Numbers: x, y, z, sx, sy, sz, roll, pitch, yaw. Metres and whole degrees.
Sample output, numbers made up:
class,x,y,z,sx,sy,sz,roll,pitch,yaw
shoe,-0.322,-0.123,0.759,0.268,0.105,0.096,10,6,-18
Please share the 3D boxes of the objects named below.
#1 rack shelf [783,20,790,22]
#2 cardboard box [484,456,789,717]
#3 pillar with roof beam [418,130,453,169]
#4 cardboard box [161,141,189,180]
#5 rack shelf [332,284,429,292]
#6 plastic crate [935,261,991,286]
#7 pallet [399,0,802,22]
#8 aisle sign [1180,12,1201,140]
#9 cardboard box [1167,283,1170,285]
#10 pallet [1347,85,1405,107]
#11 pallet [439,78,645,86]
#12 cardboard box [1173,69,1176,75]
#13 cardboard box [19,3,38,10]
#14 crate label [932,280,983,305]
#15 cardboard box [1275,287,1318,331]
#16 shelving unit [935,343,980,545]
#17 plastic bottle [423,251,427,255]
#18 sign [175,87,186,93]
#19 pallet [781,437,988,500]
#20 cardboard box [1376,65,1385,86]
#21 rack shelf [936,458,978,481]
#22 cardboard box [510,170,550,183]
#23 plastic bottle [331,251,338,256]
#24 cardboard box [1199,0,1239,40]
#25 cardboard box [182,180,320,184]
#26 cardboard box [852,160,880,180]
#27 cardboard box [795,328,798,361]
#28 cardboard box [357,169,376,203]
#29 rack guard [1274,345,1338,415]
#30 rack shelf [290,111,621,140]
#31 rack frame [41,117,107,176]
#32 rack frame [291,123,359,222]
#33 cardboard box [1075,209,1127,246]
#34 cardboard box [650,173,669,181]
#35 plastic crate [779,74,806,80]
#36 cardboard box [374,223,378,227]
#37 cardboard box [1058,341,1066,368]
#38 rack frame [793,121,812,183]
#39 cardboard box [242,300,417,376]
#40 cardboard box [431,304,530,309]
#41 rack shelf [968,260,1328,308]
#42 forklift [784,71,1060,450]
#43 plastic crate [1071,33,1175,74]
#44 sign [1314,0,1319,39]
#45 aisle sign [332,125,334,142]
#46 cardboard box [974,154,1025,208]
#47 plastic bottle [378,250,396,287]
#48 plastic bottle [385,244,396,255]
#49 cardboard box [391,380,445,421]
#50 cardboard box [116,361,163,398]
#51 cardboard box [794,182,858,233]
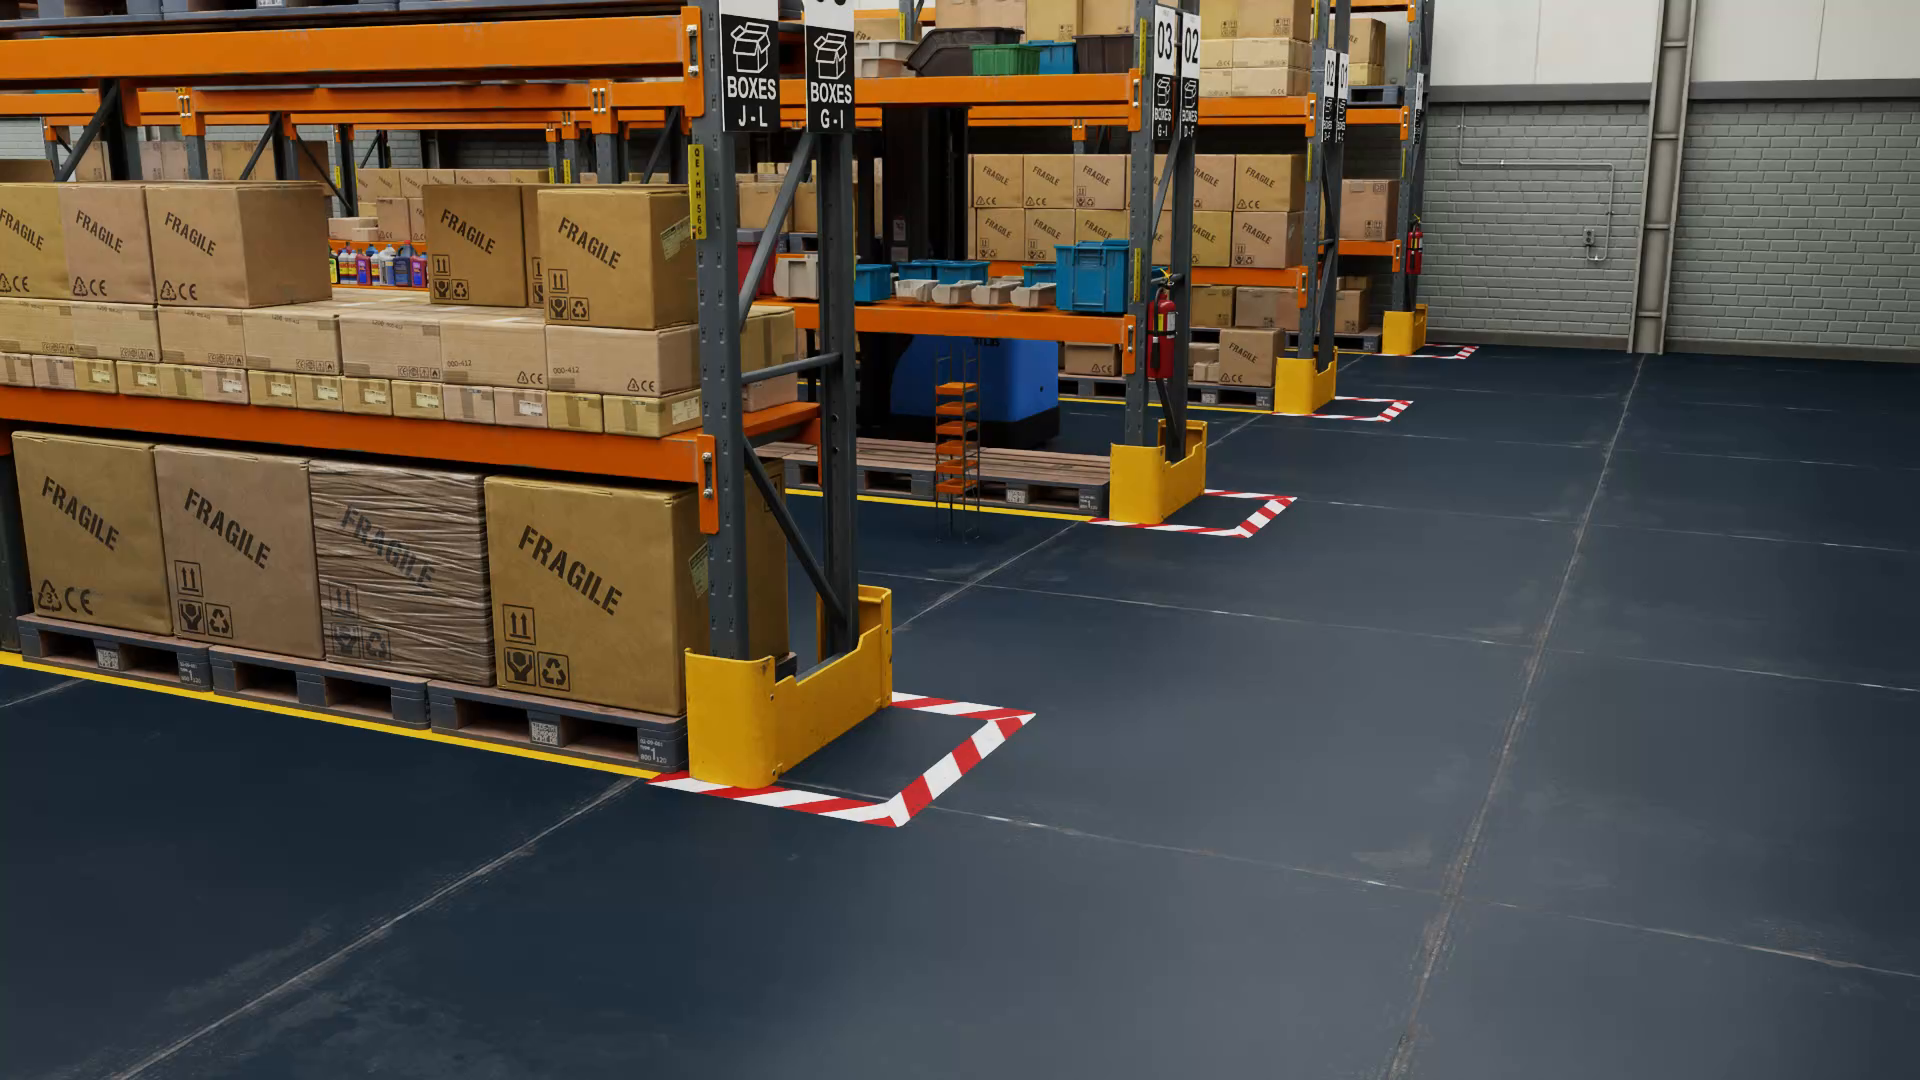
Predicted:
class,x,y,z,sx,sy,sz,roll,pitch,yaw
rack shelf,-3.814,-7.062,23.103,4.000,0.370,1.077,6,14,23
cardboard box,-1.307,0.130,6.866,0.875,0.875,0.875,6,14,23
pillar with roof beam,-10.053,-7.379,22.003,0.400,9.000,9.100,6,14,23
cardboard box,-9.430,-4.696,20.642,0.500,0.500,0.700,6,14,23
rack shelf,-4.170,-1.897,13.347,4.000,0.370,1.077,6,14,23
plastic crate,0.020,-1.853,11.821,0.300,0.233,0.416,6,14,23
pallet,-1.372,-2.141,6.441,1.213,0.211,1.003,6,14,23
aisle sign,1.502,-3.013,10.838,0.004,0.787,0.394,6,14,23
cardboard box,2.553,-3.274,20.774,0.250,0.149,0.380,6,15,25
pallet,4.647,-5.245,19.668,1.213,0.211,1.003,6,14,23
pallet,-3.097,-3.482,12.377,1.003,0.211,1.213,6,14,23
cardboard box,1.834,-4.198,15.341,0.500,0.250,0.500,6,14,23
cardboard box,-4.881,-2.793,7.885,0.500,0.500,0.700,6,15,25
crate label,-0.026,-1.681,11.298,0.243,0.136,0.396,6,14,23
cardboard box,4.191,-2.839,20.339,0.500,0.500,0.700,6,14,23
shelving unit,-0.013,-0.585,10.123,0.189,1.200,0.258,6,14,23
plastic bottle,-4.410,-2.321,13.836,0.133,0.283,0.061,6,14,23
sign,-6.214,-3.726,13.230,0.005,0.325,0.100,6,14,23
pallet,-0.533,-0.532,12.060,1.213,0.211,1.003,6,14,23
cardboard box,4.761,-5.520,19.839,0.500,0.250,0.500,7,15,26
rack shelf,-0.013,-0.425,10.161,0.180,0.103,0.258,6,14,23
cardboard box,-6.200,-5.152,24.290,0.500,0.500,0.500,6,14,23
plastic bottle,-5.357,-2.373,14.235,0.097,0.201,0.097,0,13,0
cardboard box,2.427,-4.830,15.299,0.500,0.500,0.700,6,14,23
cardboard box,-3.362,-1.430,7.820,0.500,0.500,0.500,6,14,24
cardboard box,-1.183,-4.924,22.119,0.500,0.250,0.500,6,14,22
cardboard box,-1.805,-2.173,17.459,0.500,0.500,0.500,6,14,24
cardboard box,-8.985,-5.436,25.500,0.500,0.500,0.500,6,14,23
rack guard,3.257,-1.516,15.622,0.348,0.500,1.175,6,14,23
rack shelf,-5.817,-4.761,18.989,4.000,0.370,1.077,6,14,23
rack frame,-11.303,-4.207,21.616,0.127,3.000,1.000,6,14,23
rack frame,-7.646,-3.836,20.038,0.127,3.000,1.000,6,14,23
cardboard box,1.416,-2.901,15.831,0.500,0.500,0.500,6,14,22
cardboard box,-4.068,-4.973,23.698,0.500,0.500,0.700,8,15,31
plastic crate,-1.316,-3.286,11.415,0.590,0.269,0.497,6,14,23
cardboard box,-6.767,-3.728,19.871,0.258,0.266,0.396,5,14,22
cardboard box,0.990,-1.939,16.873,0.500,0.311,0.500,6,14,23
rack frame,-1.985,-4.501,22.872,0.127,3.000,1.000,6,14,23
cardboard box,-2.647,-0.860,7.031,0.500,0.250,0.500,6,14,23
cardboard box,-1.955,-0.924,7.303,0.500,0.250,0.500,5,14,21
rack shelf,1.497,-2.561,16.177,4.000,0.370,1.077,6,14,23
forklift,-0.747,-2.271,13.516,3.031,2.935,1.130,6,14,24
plastic crate,1.077,-3.182,10.971,0.590,0.269,0.497,6,14,23
sign,3.083,-4.503,14.377,0.005,0.325,0.100,6,14,23
aisle sign,-9.487,-6.451,25.491,0.004,0.787,0.394,6,14,23
cardboard box,0.458,-3.482,16.119,0.500,0.500,0.500,5,14,21
plastic bottle,-4.465,-2.136,13.062,0.135,0.276,0.152,6,14,23
plastic bottle,-4.790,-2.349,13.982,0.097,0.271,0.097,0,13,0
cardboard box,-2.083,-0.593,6.768,0.250,0.149,0.380,5,14,22
cardboard box,-3.489,-0.736,7.374,0.250,0.149,0.380,5,14,22
cardboard box,-1.328,-3.490,17.425,0.500,0.500,0.700,8,16,32
